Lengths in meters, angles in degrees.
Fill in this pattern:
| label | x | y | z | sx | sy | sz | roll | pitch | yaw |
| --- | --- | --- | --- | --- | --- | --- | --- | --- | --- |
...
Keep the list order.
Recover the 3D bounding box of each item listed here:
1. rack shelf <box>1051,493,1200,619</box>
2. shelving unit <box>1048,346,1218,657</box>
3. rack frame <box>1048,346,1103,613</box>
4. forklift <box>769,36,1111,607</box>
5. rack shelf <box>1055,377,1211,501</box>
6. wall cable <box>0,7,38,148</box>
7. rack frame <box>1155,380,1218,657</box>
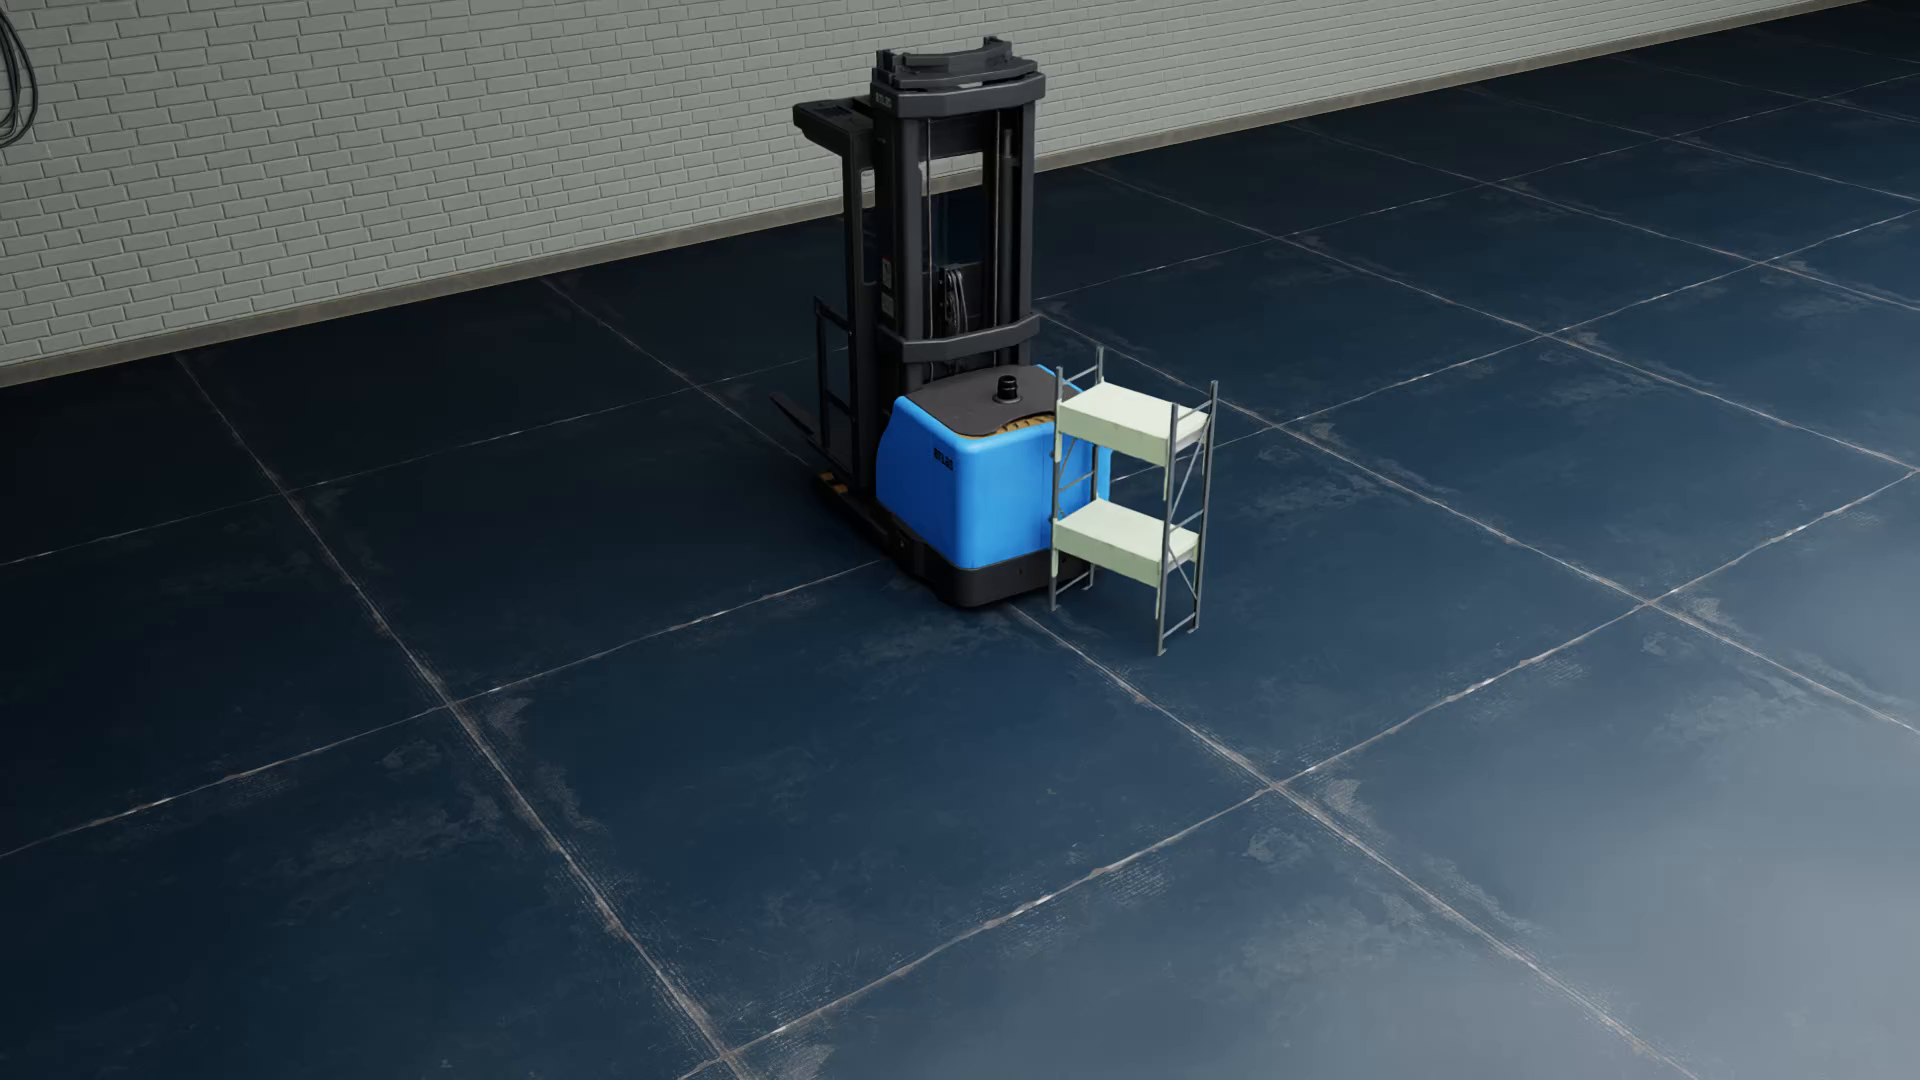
| label | x | y | z | sx | sy | sz | roll | pitch | yaw |
| --- | --- | --- | --- | --- | --- | --- | --- | --- | --- |
| rack shelf | 0.921 | 0.079 | 9.215 | 0.720 | 0.370 | 0.431 | 22 | 35 | 35 |
| shelving unit | 0.921 | -0.207 | 9.060 | 0.755 | 1.500 | 0.431 | 22 | 35 | 35 |
| rack frame | 0.642 | -0.320 | 9.267 | 0.023 | 1.500 | 0.400 | 22 | 35 | 35 |
| forklift | -0.293 | -1.577 | 10.083 | 1.130 | 2.935 | 3.031 | -16 | 32 | -26 |
| rack shelf | 0.921 | -0.550 | 8.873 | 0.720 | 0.370 | 0.431 | 22 | 35 | 35 |
| wall cable | -7.736 | -3.489 | 10.499 | 3.097 | 2.526 | 0.112 | -19 | 34 | -31 |
| rack frame | 1.201 | -0.094 | 8.852 | 0.023 | 1.500 | 0.400 | 22 | 35 | 35 |
